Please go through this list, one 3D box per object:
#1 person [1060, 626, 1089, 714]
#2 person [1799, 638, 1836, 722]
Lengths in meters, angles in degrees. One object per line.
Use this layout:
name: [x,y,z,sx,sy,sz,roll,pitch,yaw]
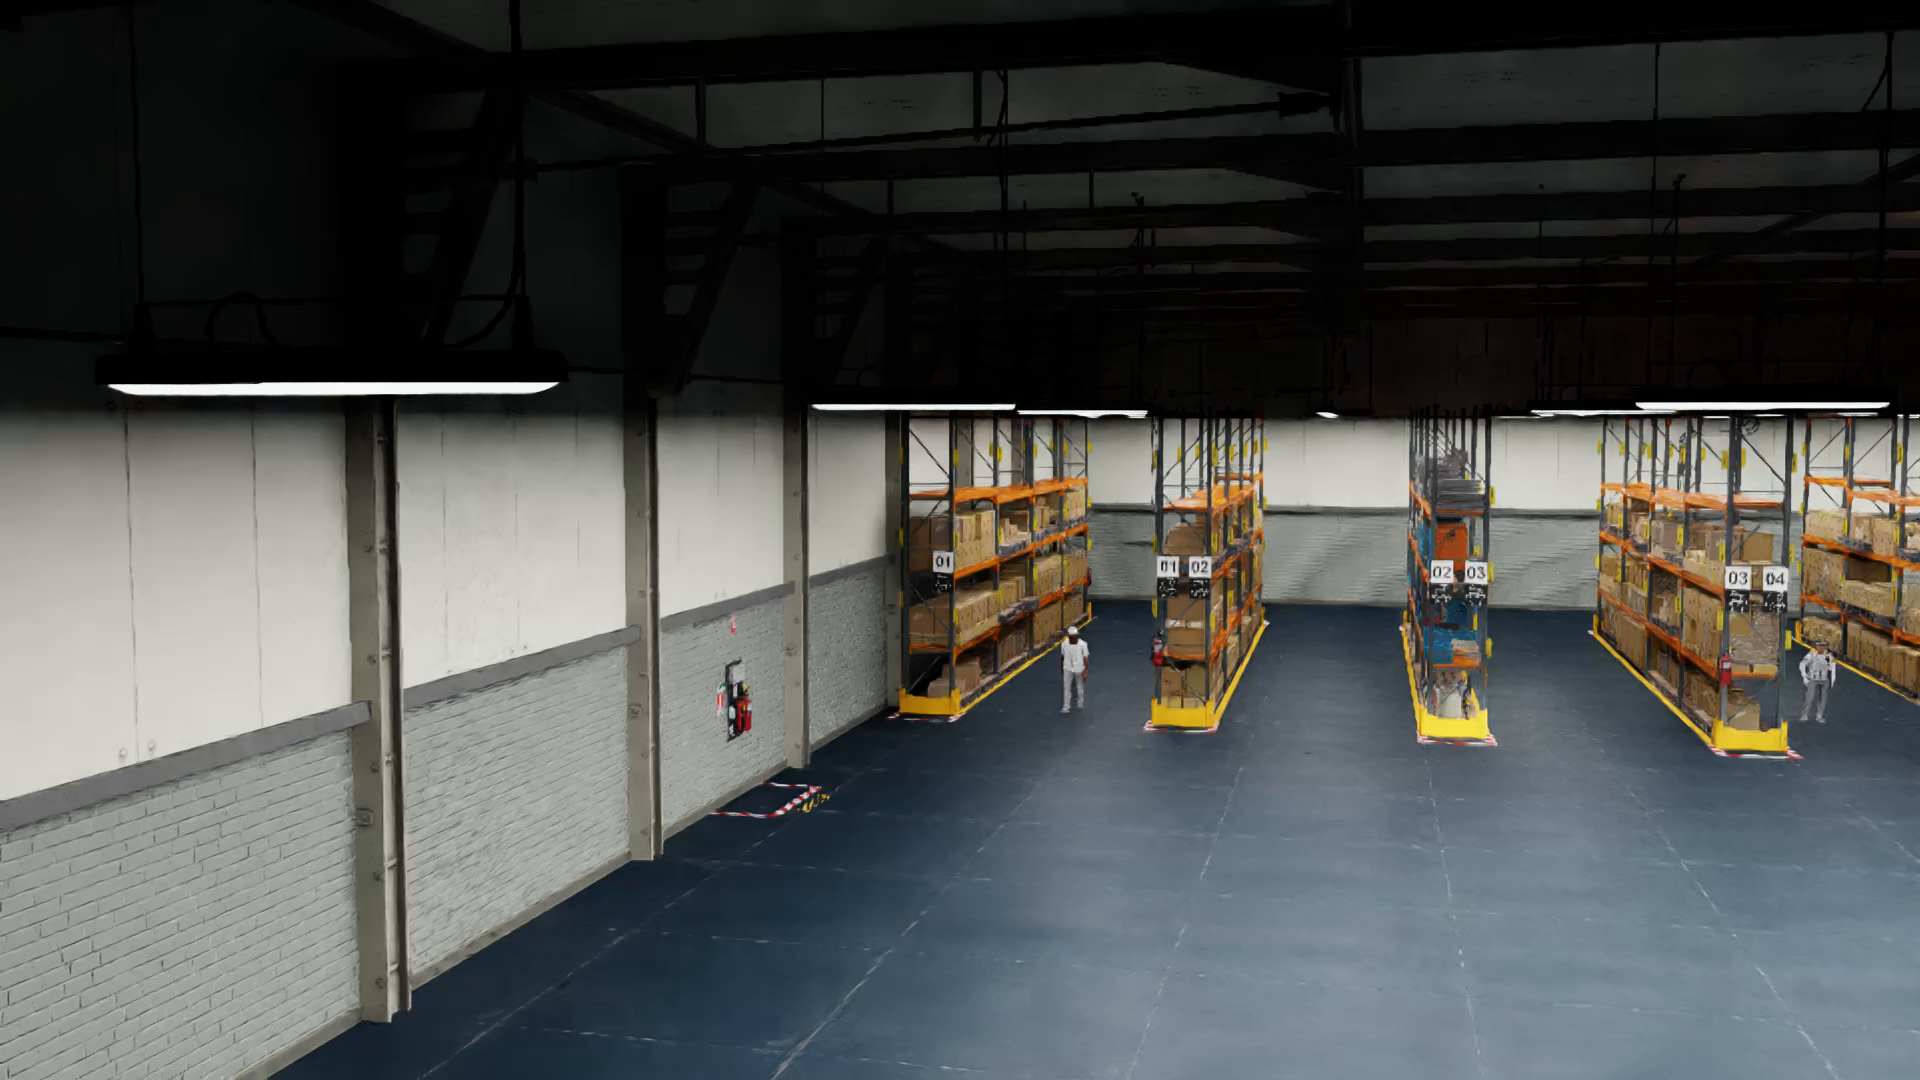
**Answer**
person: [2.240,2.528,32.626,0.583,1.707,1.084,1,4,12]
person: [16.273,2.652,31.553,0.639,1.632,0.512,1,4,12]
